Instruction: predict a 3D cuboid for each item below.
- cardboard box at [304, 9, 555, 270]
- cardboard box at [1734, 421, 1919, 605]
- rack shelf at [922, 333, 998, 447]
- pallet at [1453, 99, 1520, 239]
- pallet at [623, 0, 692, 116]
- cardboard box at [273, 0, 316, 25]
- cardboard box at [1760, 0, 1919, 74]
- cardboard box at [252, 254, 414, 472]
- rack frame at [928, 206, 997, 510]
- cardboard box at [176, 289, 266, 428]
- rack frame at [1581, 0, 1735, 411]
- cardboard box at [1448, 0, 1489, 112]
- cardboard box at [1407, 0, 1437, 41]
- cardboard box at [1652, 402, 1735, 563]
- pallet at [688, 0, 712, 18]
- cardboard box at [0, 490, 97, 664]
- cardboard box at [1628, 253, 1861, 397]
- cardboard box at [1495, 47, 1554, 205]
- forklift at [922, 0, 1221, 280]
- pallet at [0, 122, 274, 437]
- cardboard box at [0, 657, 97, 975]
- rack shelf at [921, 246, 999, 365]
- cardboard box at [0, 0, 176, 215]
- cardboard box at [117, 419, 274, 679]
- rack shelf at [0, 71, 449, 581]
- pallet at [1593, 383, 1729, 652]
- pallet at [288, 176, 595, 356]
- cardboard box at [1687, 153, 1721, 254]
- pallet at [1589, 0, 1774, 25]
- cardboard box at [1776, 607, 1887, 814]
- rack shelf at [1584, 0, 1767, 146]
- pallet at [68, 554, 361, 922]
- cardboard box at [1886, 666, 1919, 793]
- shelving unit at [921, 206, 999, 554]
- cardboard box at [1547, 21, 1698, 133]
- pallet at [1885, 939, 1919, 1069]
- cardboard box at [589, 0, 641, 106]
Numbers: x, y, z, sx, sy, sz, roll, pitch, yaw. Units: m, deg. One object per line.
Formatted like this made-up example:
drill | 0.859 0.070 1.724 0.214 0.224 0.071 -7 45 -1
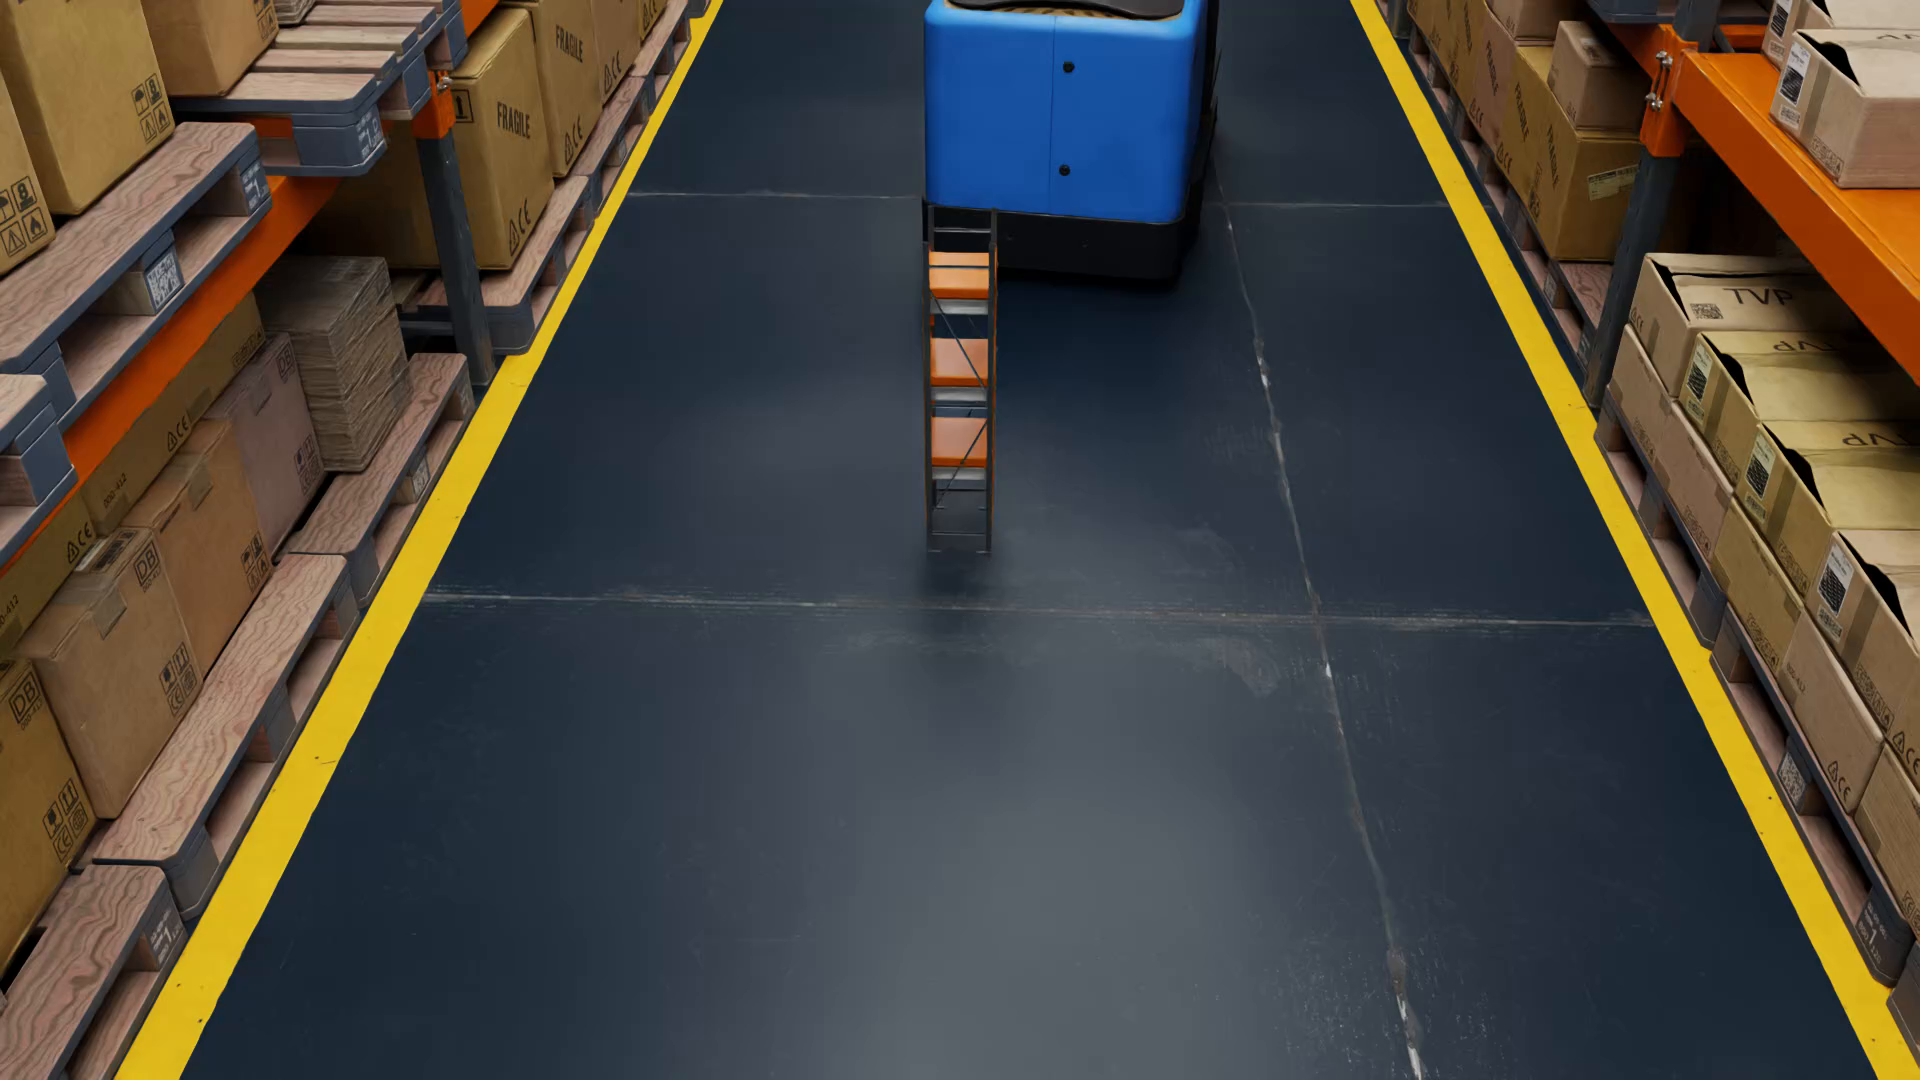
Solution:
cardboard box | -2.049 -1.535 6.329 0.750 0.750 0.750 1 35 1
cardboard box | 2.390 -0.098 4.319 0.500 0.311 0.500 0 35 1
rack shelf | 0.002 -0.452 4.998 0.215 0.259 0.240 1 35 2
pallet | 2.860 -1.697 7.481 1.003 0.211 1.213 1 35 2
pallet | -2.005 -2.535 8.674 1.003 0.211 1.213 1 35 2
cardboard box | -2.219 -1.774 4.695 0.700 0.500 0.500 -3 35 -4
cardboard box | 2.682 -1.466 4.805 0.500 0.311 0.500 3 35 5
cardboard box | -2.187 -0.565 5.237 0.700 0.500 0.500 2 35 3
rack frame | 0.007 -0.530 5.092 0.200 1.050 0.008 1 35 2
cardboard box | -2.272 -0.546 4.558 0.500 0.250 0.500 2 35 3
rack frame | 2.740 -1.711 5.075 1.000 3.000 0.127 1 35 2
cardboard box | 2.600 -2.300 7.706 0.500 0.500 0.500 2 35 2
cardboard box | 2.638 -2.894 8.550 0.500 0.500 0.500 0 35 0
cardboard box | 2.406 -0.175 4.916 0.500 0.250 0.500 0 35 1
pallet | -1.940 -3.415 9.926 1.003 0.211 1.213 1 35 2
cardboard box | -2.326 0.036 3.730 0.500 0.250 0.500 0 35 1
cardboard box | 2.426 -0.693 5.166 0.500 0.311 0.500 2 35 3
cardboard box | 2.564 -1.708 6.863 0.500 0.500 0.500 0 35 0
forklift | 0.635 -3.071 7.071 1.130 2.935 3.031 6 36 9
pallet | -2.248 -0.606 3.671 1.003 0.211 1.213 1 35 2
cardboard box | -2.387 0.597 3.584 0.700 0.500 0.500 1 35 1
rack shelf | 0.002 -0.684 4.835 0.215 0.259 0.240 1 35 2
cardboard box | -2.247 -1.057 3.676 0.700 0.500 0.500 1 35 2
cardboard box | -2.315 0.014 4.413 0.700 0.500 0.500 1 35 2
rack shelf | -2.290 -0.380 3.807 1.077 0.370 4.000 1 35 2
pallet | 2.668 -0.098 5.206 1.003 0.211 1.213 1 35 2
pallet | -2.103 -1.133 6.679 1.003 0.211 1.213 1 35 2
cardboard box | 3.059 -1.424 6.459 0.500 0.500 0.500 0 35 0
pallet | 2.697 -2.023 5.687 1.213 0.211 1.003 1 35 2
cardboard box | 2.370 0.419 4.071 0.500 0.250 0.500 2 35 3
rack shelf | 2.820 -2.565 6.917 1.077 0.370 4.000 1 35 2
pallet | -2.294 0.466 4.403 1.003 0.211 1.213 1 35 2
cardboard box | 2.346 0.486 3.488 0.500 0.311 0.500 1 35 2
shelving unit | 0.002 -0.460 4.992 0.215 1.050 0.252 1 35 2
cardboard box | 2.541 -1.750 6.271 0.500 0.250 0.500 3 35 4
pallet | 2.570 1.304 3.211 1.003 0.211 1.213 1 35 2
cardboard box | -1.978 -2.526 7.740 0.750 0.750 0.750 2 35 3
